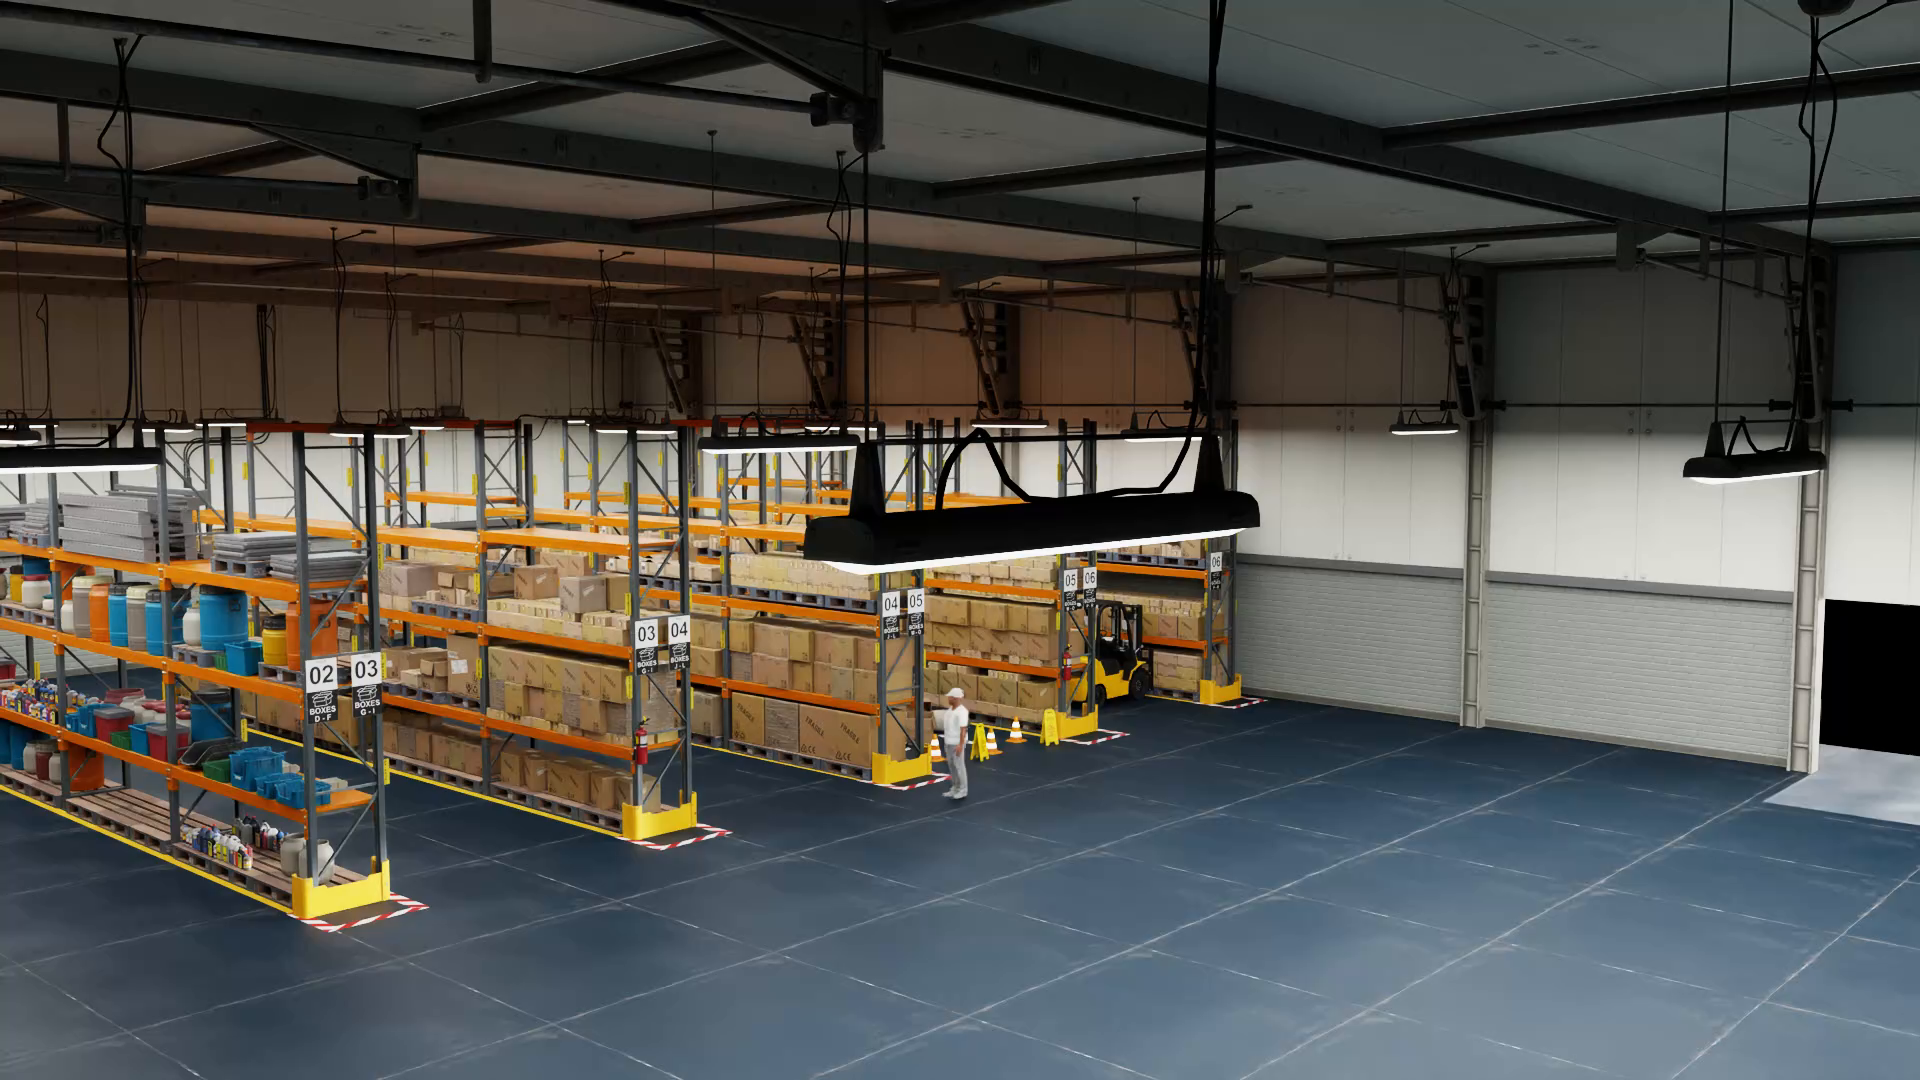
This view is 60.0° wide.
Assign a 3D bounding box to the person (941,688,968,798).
[{"bbox_3d":[-0.066,3.269,26.747,0.365,1.788,0.636,-3,5,-29],"label":"person"}]
